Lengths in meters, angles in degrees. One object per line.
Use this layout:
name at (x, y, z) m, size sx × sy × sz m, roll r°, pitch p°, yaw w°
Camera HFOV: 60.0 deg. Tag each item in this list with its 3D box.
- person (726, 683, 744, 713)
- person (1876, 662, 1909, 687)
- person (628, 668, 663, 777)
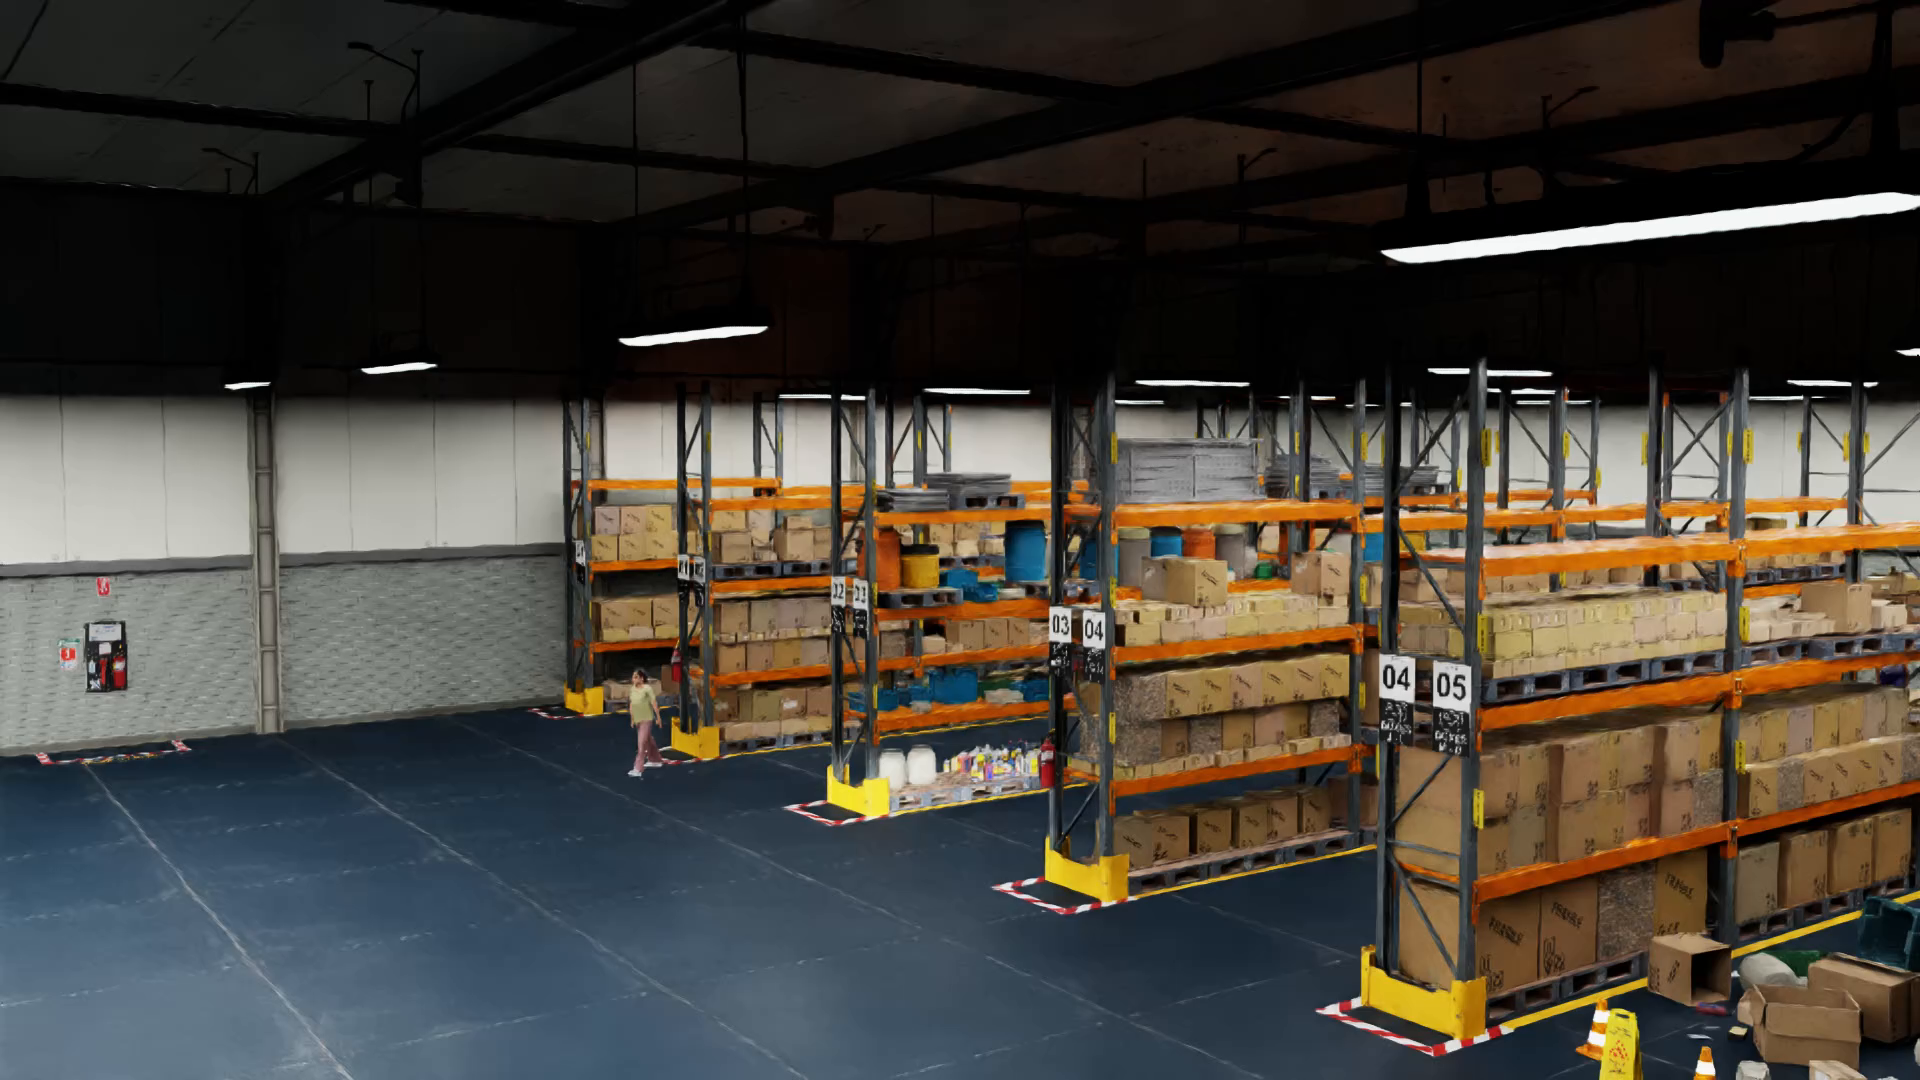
person at (-4.084, 2.481, 29.519) m, size 0.682 × 1.568 × 0.844 m, roll 3°, pitch 5°, yaw 38°
person at (16.665, 2.471, 29.729) m, size 0.518 × 1.581 × 0.942 m, roll 2°, pitch 4°, yaw 32°
person at (-4.832, 2.736, 25.267) m, size 0.485 × 1.622 × 0.951 m, roll 2°, pitch 4°, yaw 33°
